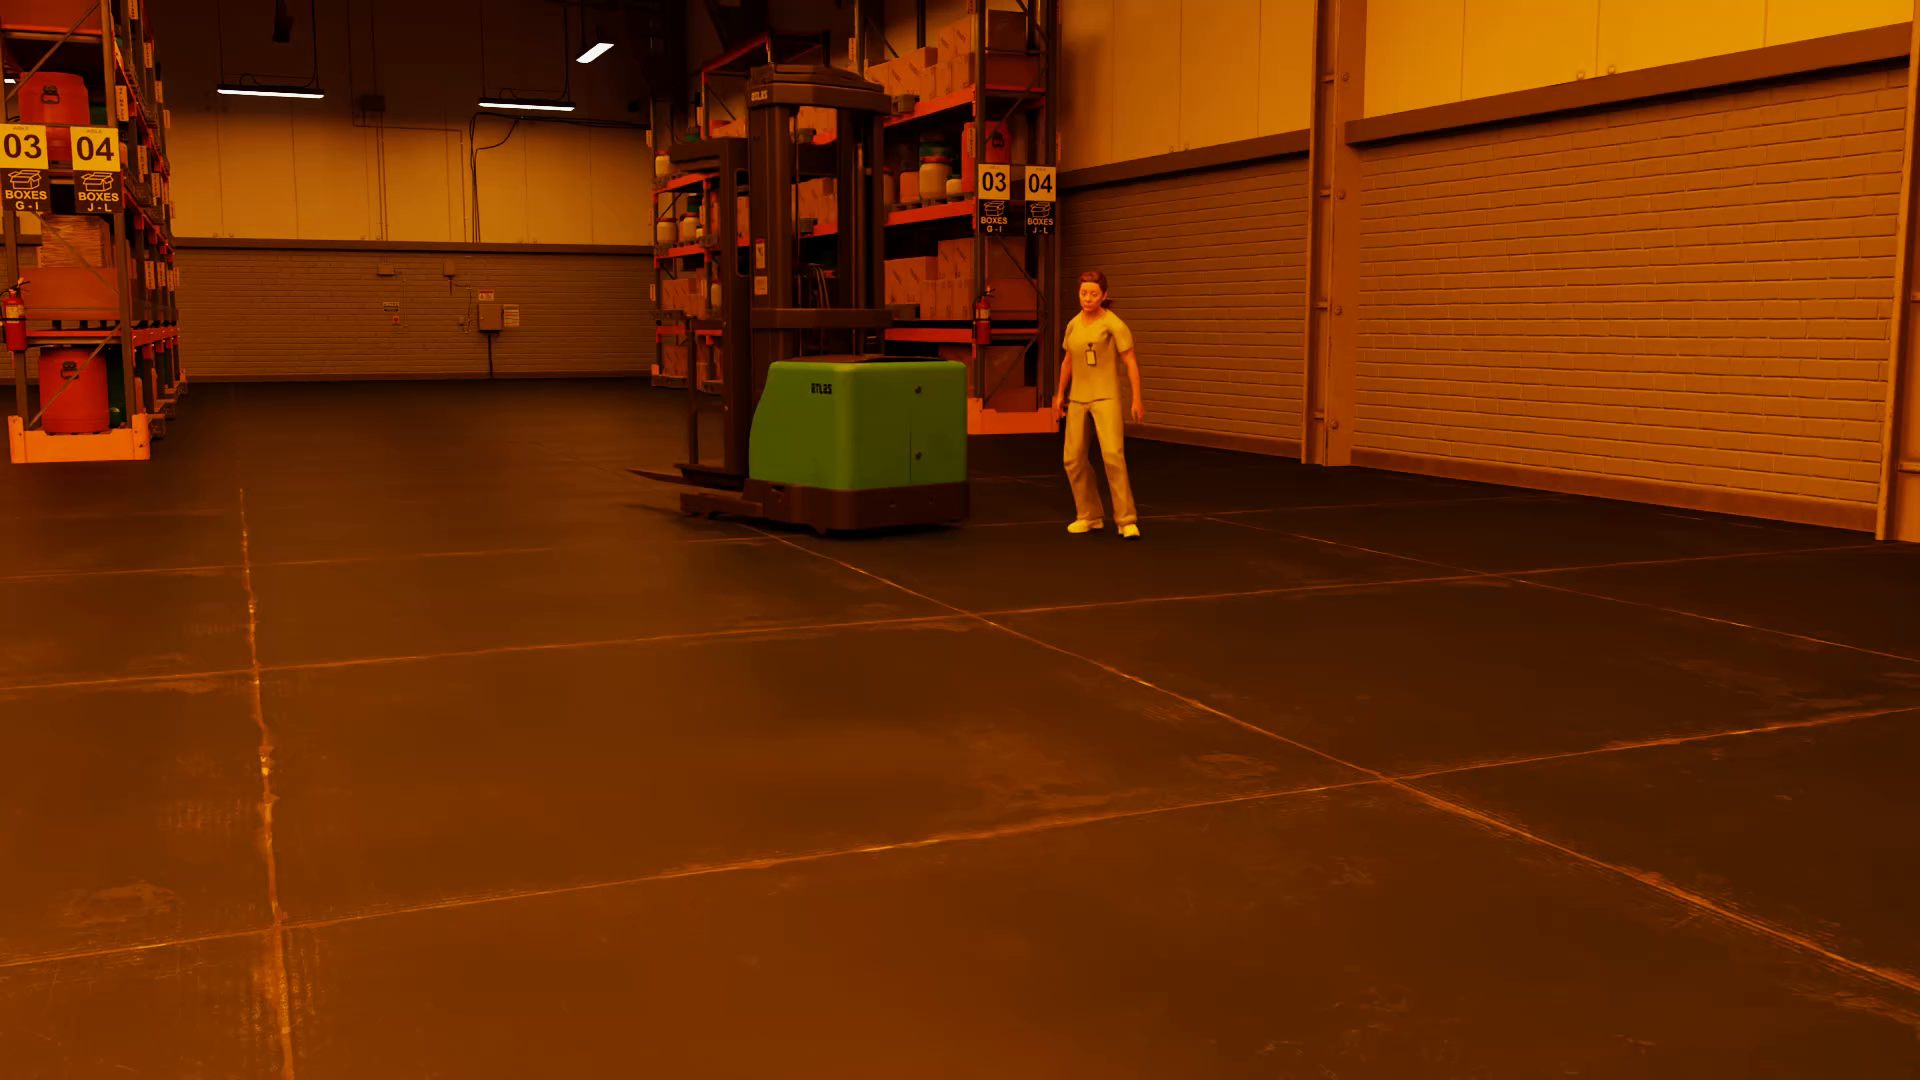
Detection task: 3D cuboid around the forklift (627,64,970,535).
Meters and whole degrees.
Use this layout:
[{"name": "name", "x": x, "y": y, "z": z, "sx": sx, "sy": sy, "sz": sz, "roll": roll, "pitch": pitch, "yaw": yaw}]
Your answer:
[{"name": "forklift", "x": -1.265, "y": -1.632, "z": 11.317, "sx": 1.130, "sy": 2.935, "sz": 3.031, "roll": -6, "pitch": 10, "yaw": -39}]

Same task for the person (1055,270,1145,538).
[{"name": "person", "x": 0.883, "y": -0.855, "z": 10.402, "sx": 0.780, "sy": 1.646, "sz": 0.376, "roll": 6, "pitch": 10, "yaw": 40}]
